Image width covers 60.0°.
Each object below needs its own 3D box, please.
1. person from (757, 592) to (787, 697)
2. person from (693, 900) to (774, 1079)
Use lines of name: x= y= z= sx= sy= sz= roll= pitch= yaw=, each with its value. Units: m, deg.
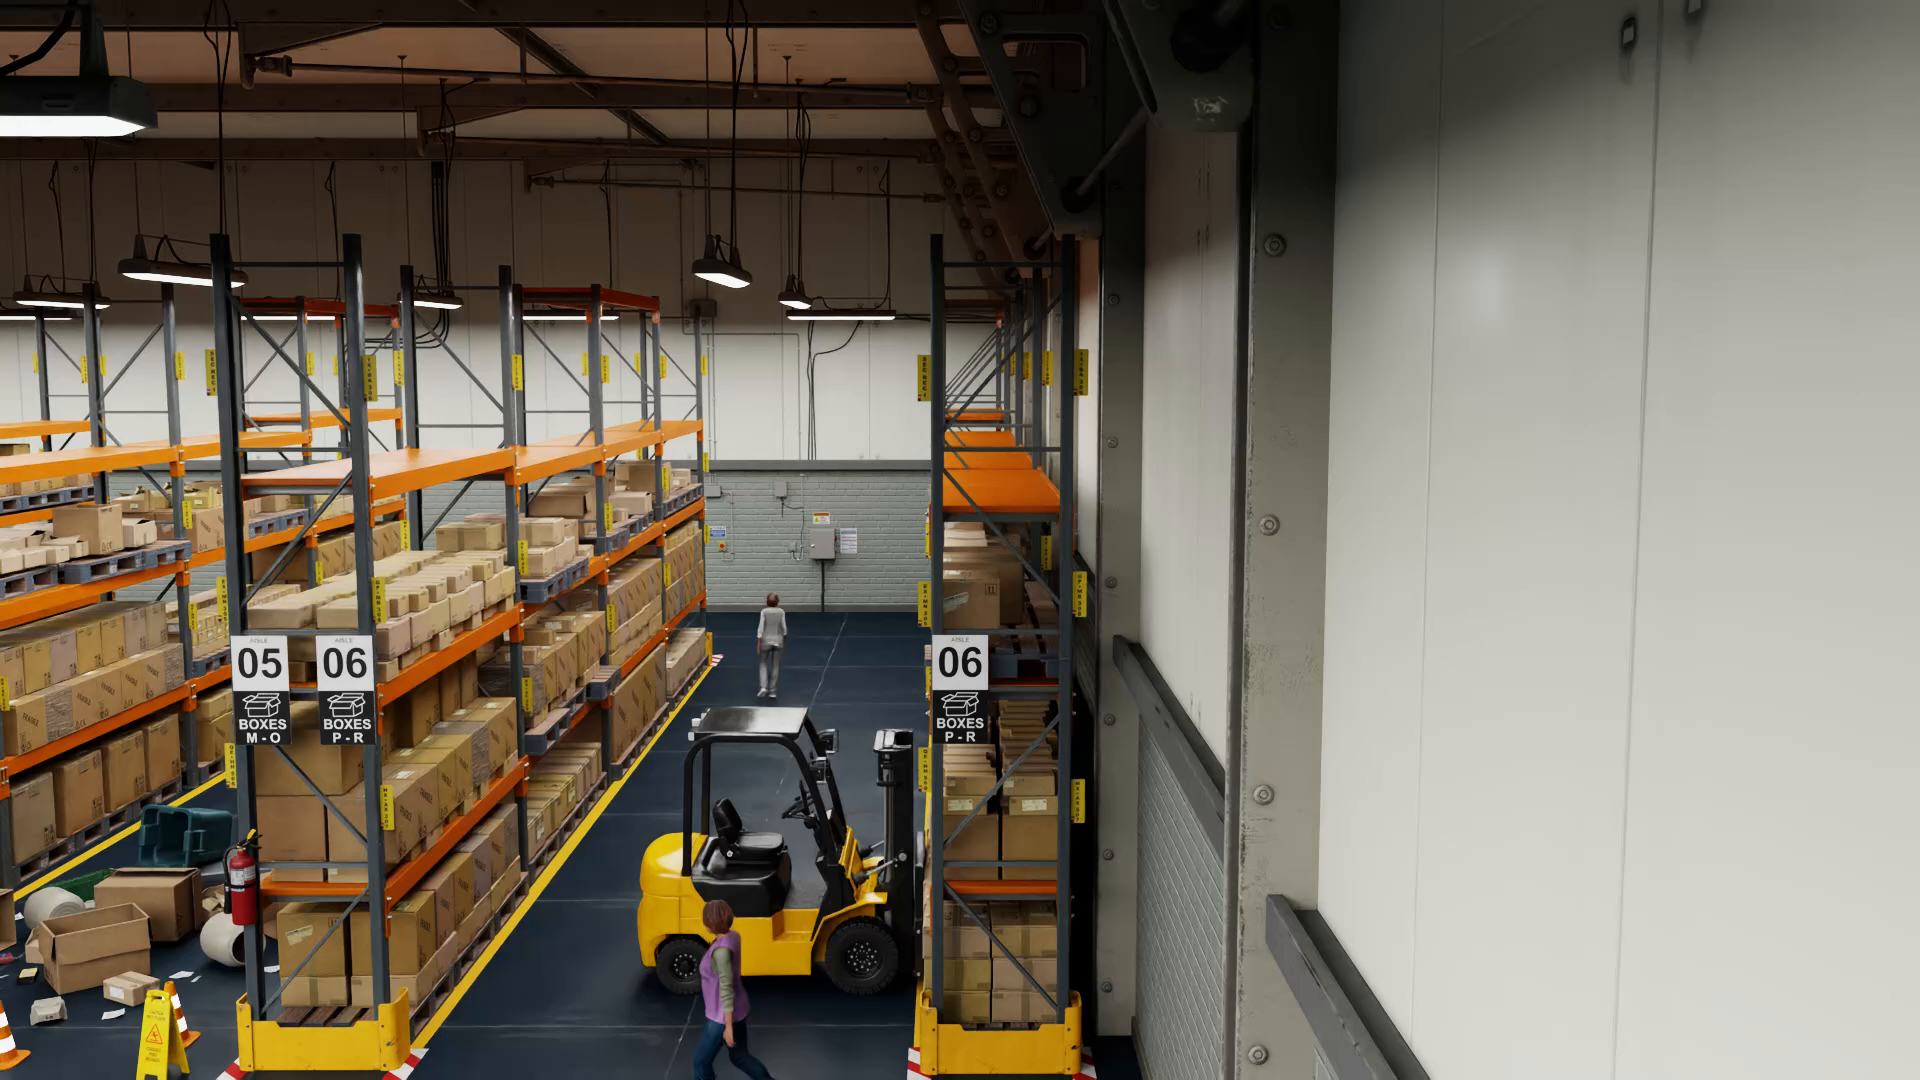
person: x=-2.845 y=1.609 z=25.175 sx=0.462 sy=1.617 sz=0.384 roll=-1 pitch=6 yaw=-10
person: x=-1.551 y=3.164 z=11.112 sx=0.774 sy=1.560 sz=0.447 roll=0 pitch=6 yaw=3
